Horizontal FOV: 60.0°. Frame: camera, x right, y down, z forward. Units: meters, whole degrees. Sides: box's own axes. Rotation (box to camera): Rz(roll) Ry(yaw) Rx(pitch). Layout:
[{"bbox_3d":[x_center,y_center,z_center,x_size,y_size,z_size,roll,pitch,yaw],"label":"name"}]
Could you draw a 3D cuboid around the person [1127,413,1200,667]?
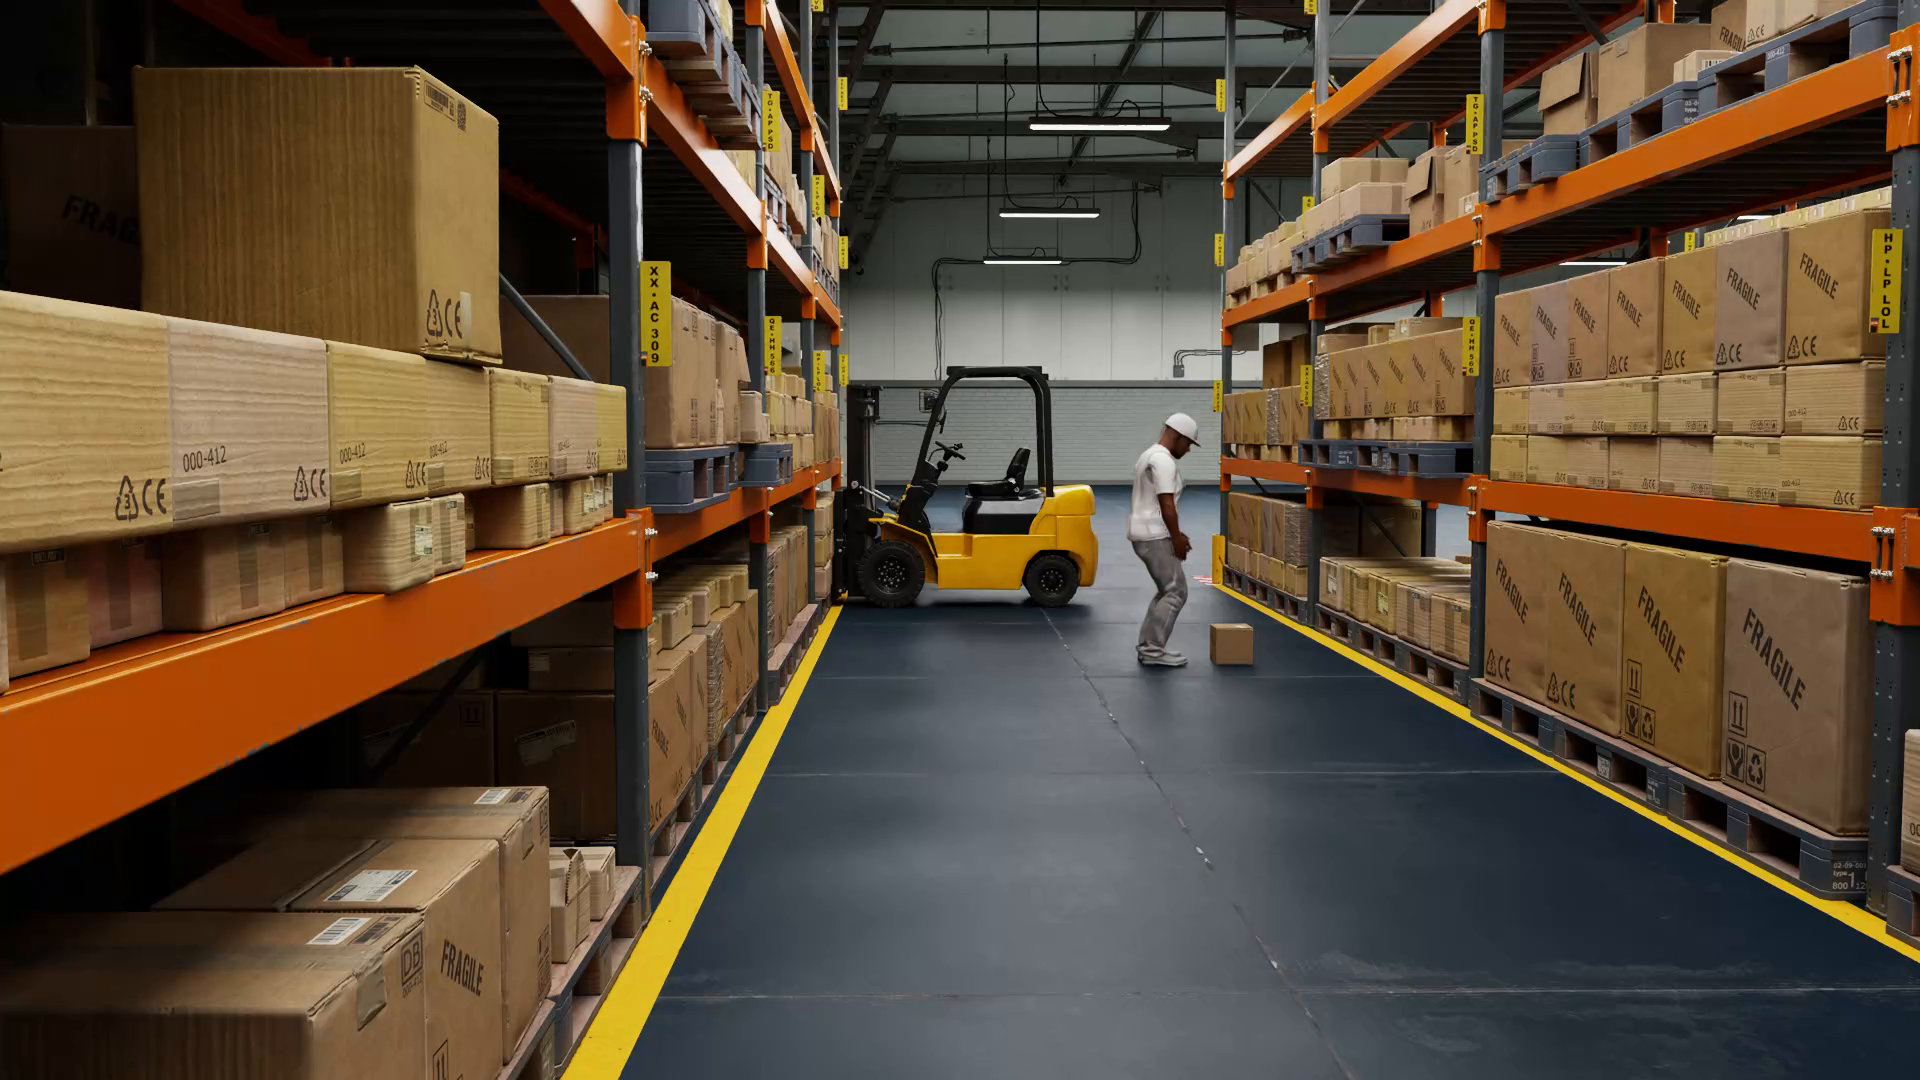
[{"bbox_3d":[1.382,-0.011,11.288,0.491,1.696,0.598,0,4,0],"label":"person"}]
